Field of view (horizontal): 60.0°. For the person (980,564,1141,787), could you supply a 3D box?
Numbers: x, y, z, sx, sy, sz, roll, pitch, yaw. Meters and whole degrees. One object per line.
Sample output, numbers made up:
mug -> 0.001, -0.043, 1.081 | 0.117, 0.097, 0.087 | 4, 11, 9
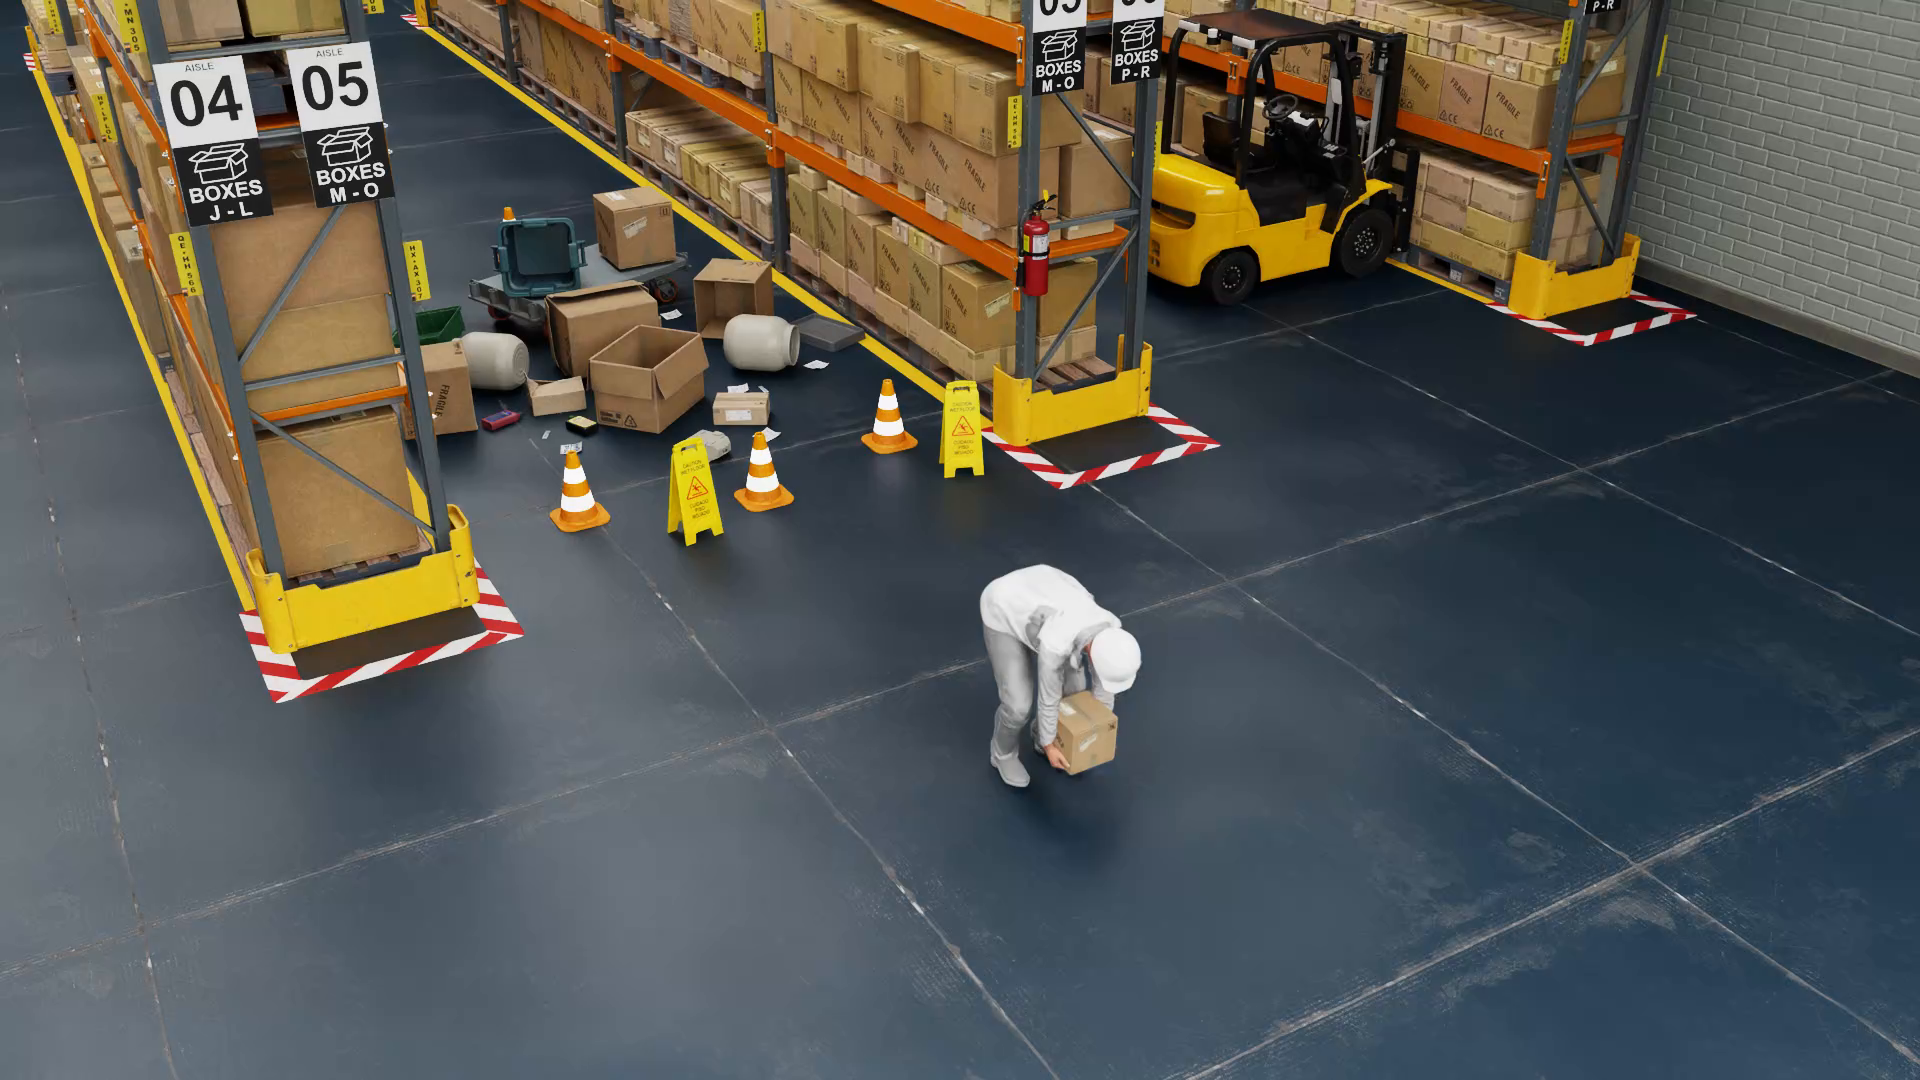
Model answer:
person -> 0.490, 0.732, 7.883 | 0.466, 1.123, 1.008 | -17, 33, -28
